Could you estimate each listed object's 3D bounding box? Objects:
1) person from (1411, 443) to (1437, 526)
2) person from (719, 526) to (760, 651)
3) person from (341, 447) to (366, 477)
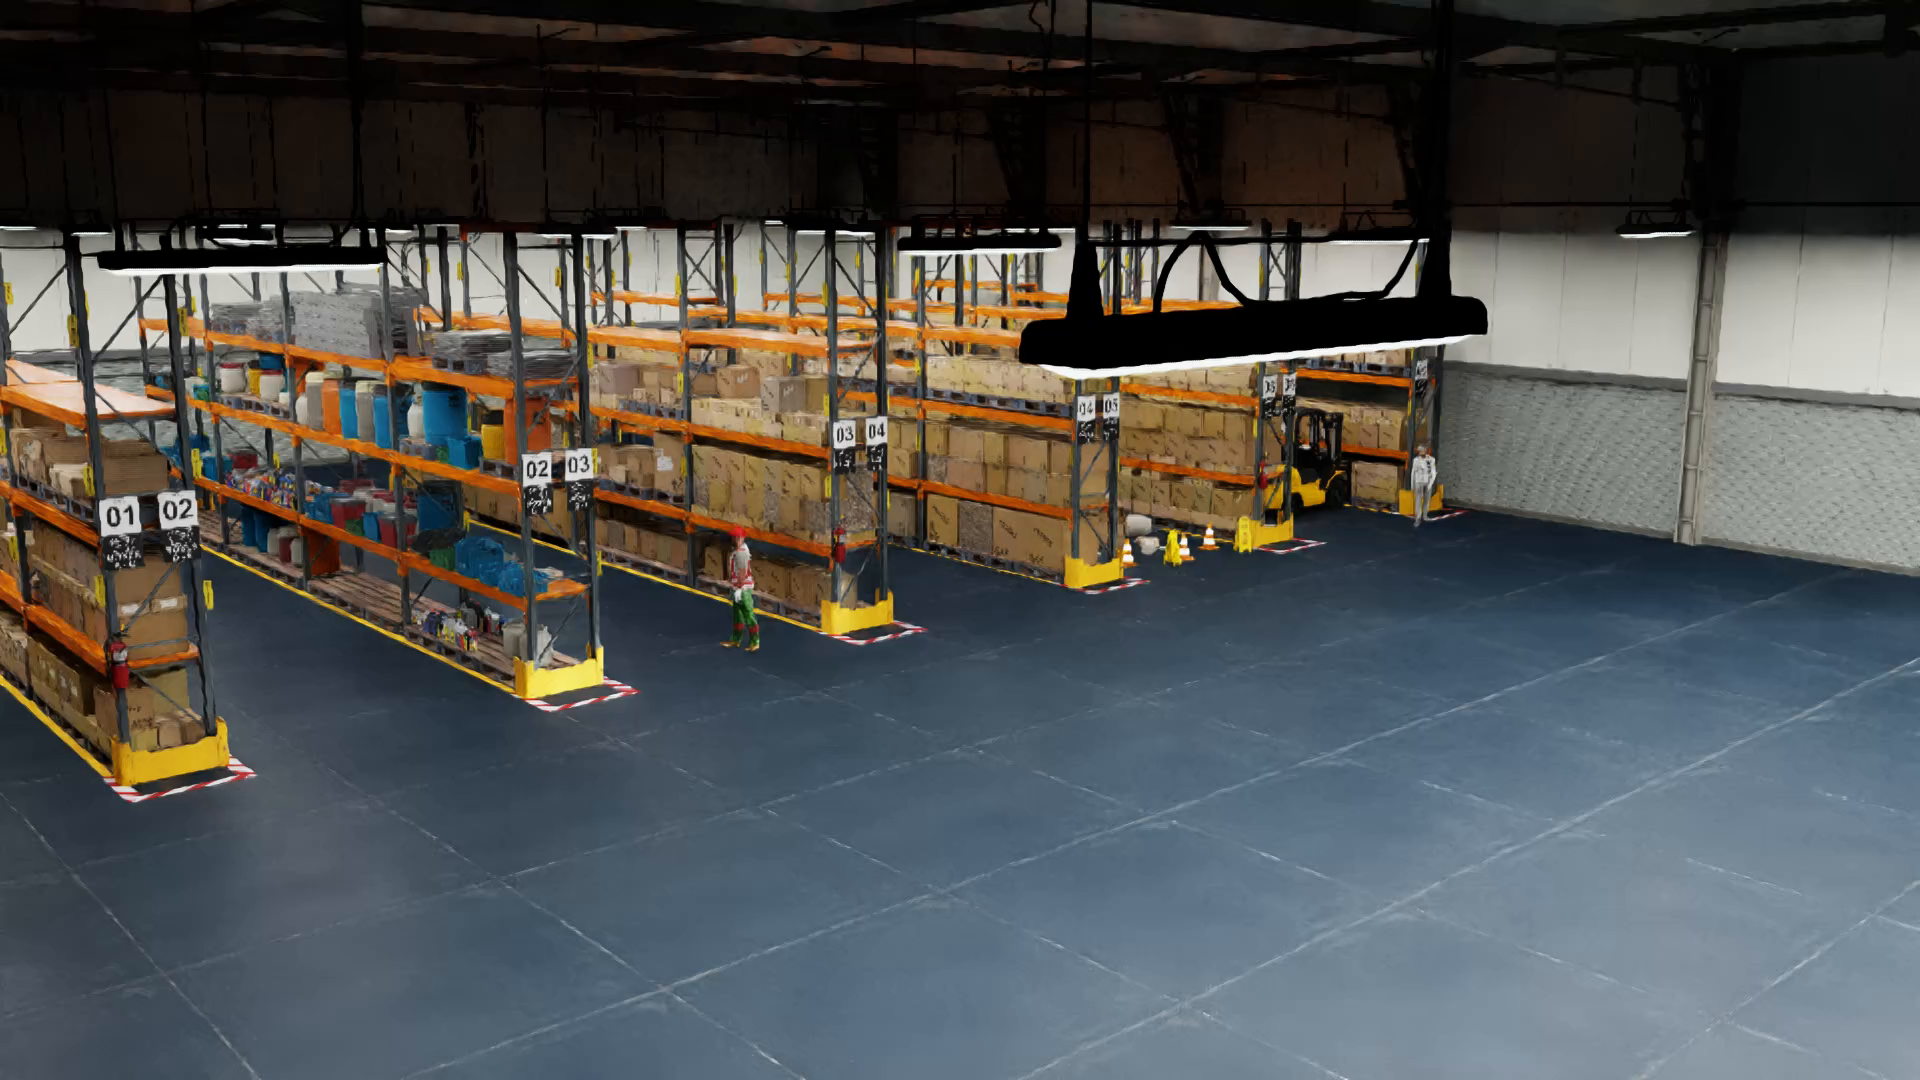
[{"bbox_3d":[9.282,-1.134,33.298,0.496,1.658,0.681,4,12,19],"label":"person"},{"bbox_3d":[-3.194,0.684,23.900,0.562,1.786,0.649,-3,12,-12],"label":"person"},{"bbox_3d":[-14.250,-2.331,39.028,0.640,1.706,0.498,3,12,15],"label":"person"}]
